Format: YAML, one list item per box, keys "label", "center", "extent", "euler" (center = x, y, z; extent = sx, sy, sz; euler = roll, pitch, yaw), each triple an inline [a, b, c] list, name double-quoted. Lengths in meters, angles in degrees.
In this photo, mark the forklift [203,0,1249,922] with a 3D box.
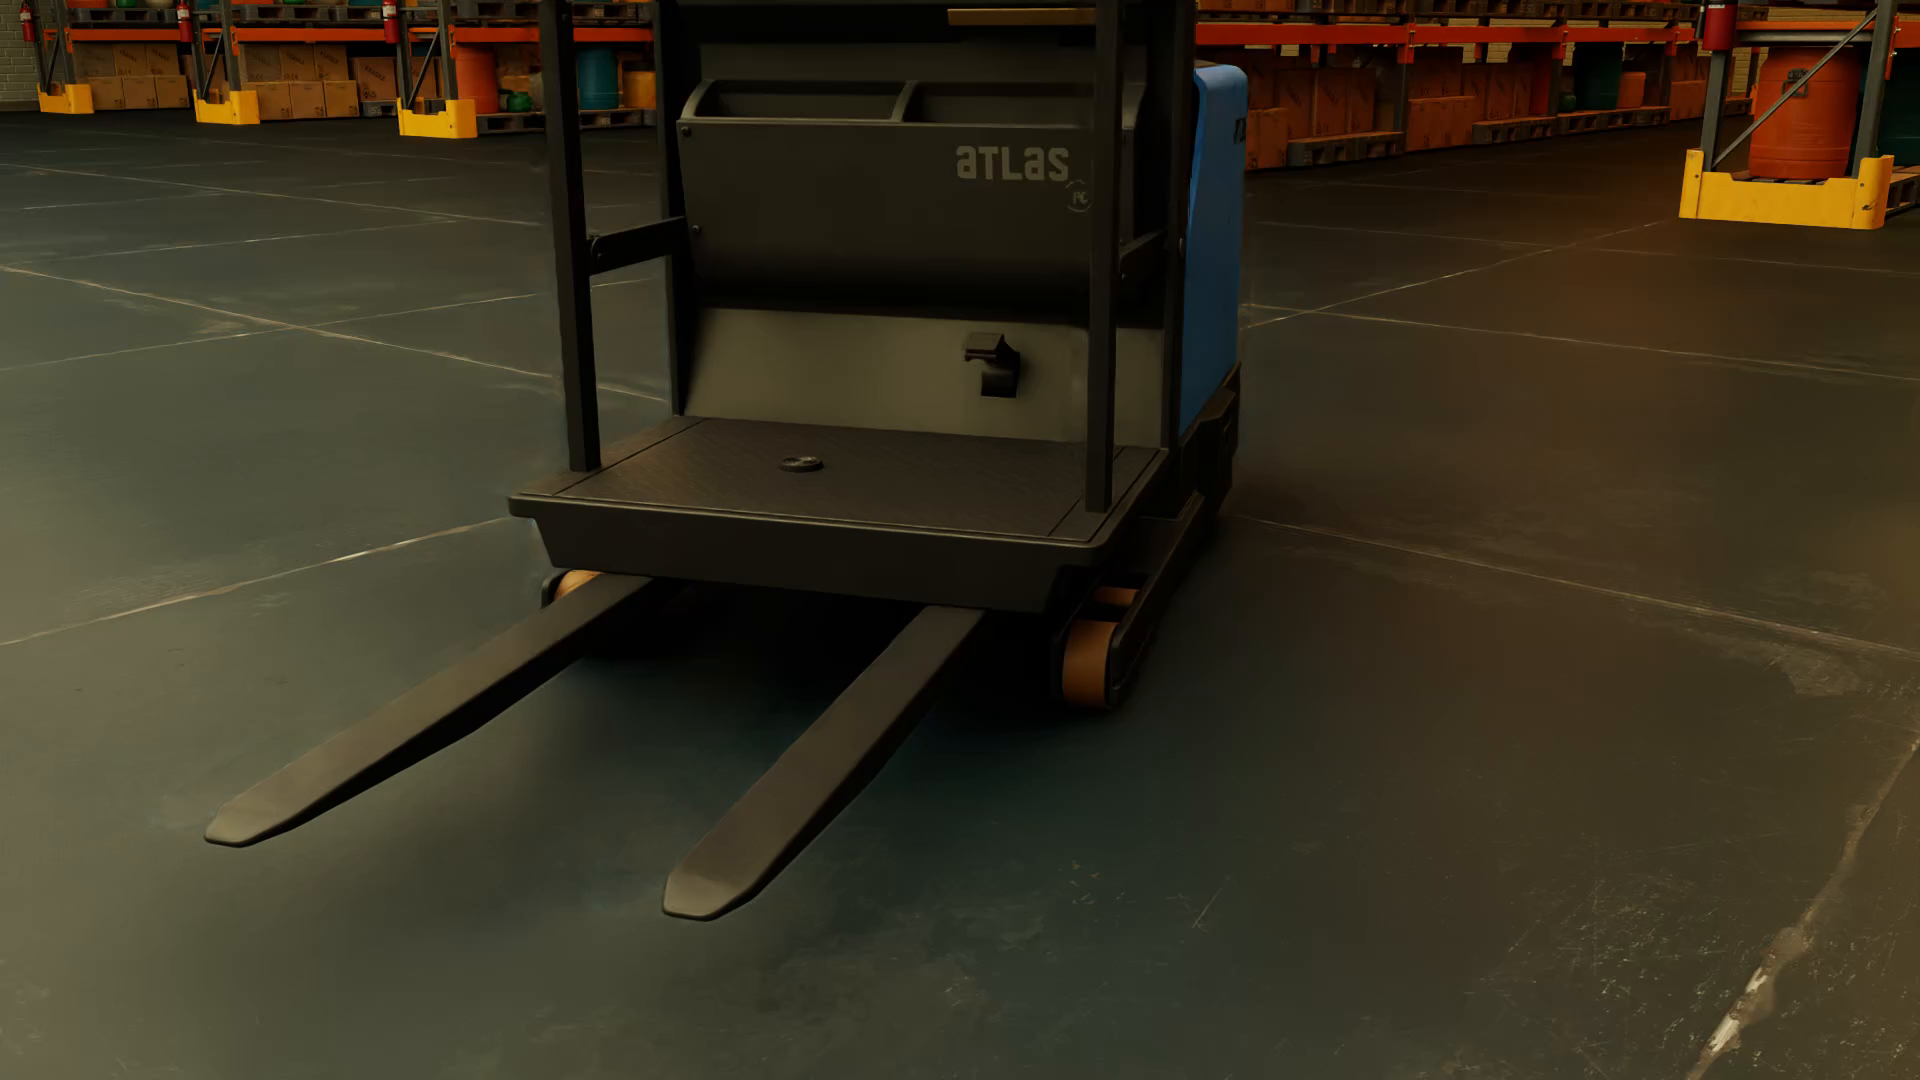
- label: "forklift"
  center: [-0.160, -1.226, 2.934]
  extent: [1.130, 2.935, 3.031]
  euler: [5, 18, 16]
